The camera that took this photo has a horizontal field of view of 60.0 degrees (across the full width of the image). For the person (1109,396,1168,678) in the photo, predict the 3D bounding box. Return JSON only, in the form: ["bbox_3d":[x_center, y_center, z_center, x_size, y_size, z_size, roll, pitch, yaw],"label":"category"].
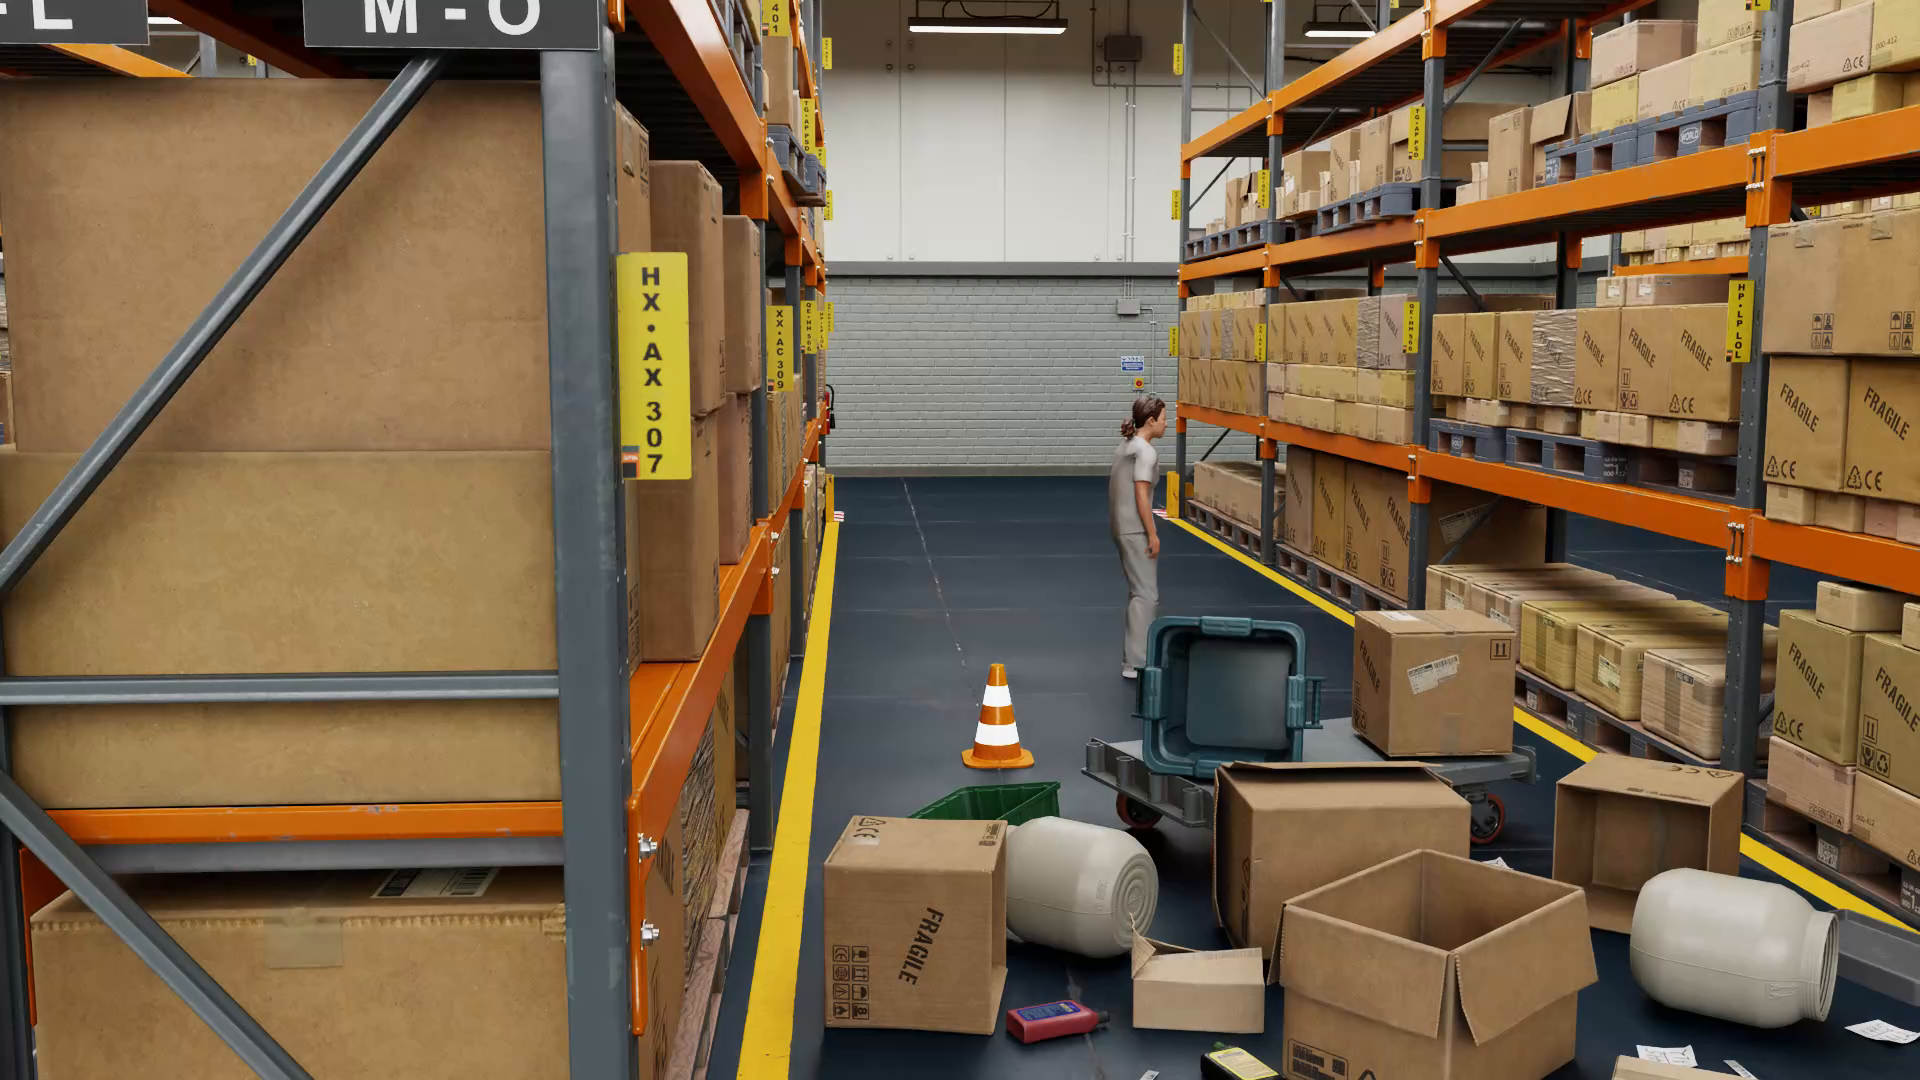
[{"bbox_3d":[1.110,-0.029,9.999,0.414,1.672,0.514,-1,7,-7],"label":"person"}]
